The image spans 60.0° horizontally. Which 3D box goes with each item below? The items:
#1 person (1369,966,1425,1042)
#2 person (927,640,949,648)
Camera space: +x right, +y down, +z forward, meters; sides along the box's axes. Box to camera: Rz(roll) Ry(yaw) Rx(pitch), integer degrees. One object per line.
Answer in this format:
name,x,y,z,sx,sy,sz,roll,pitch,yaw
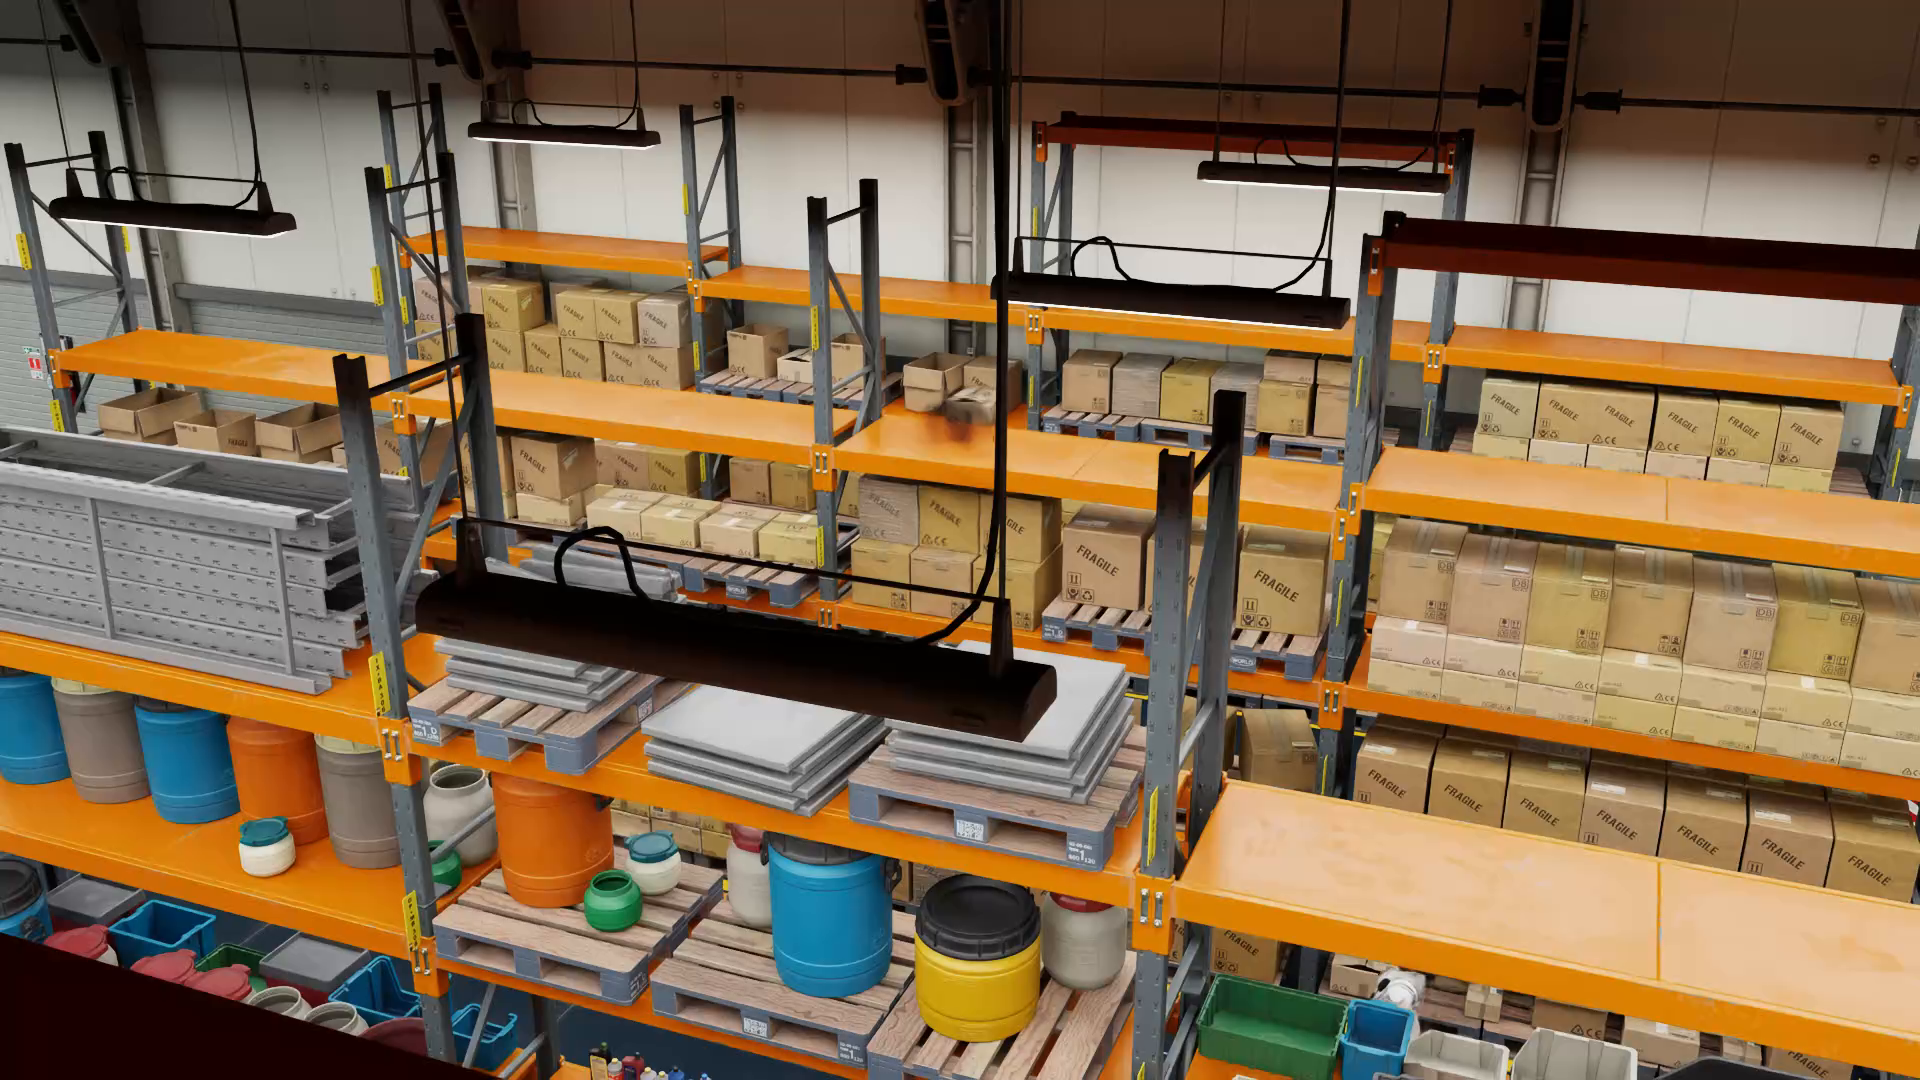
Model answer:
person,2.939,3.356,11.256,0.926,1.658,0.572,10,23,24
person,-0.324,1.616,15.676,0.646,1.769,0.635,19,28,40
